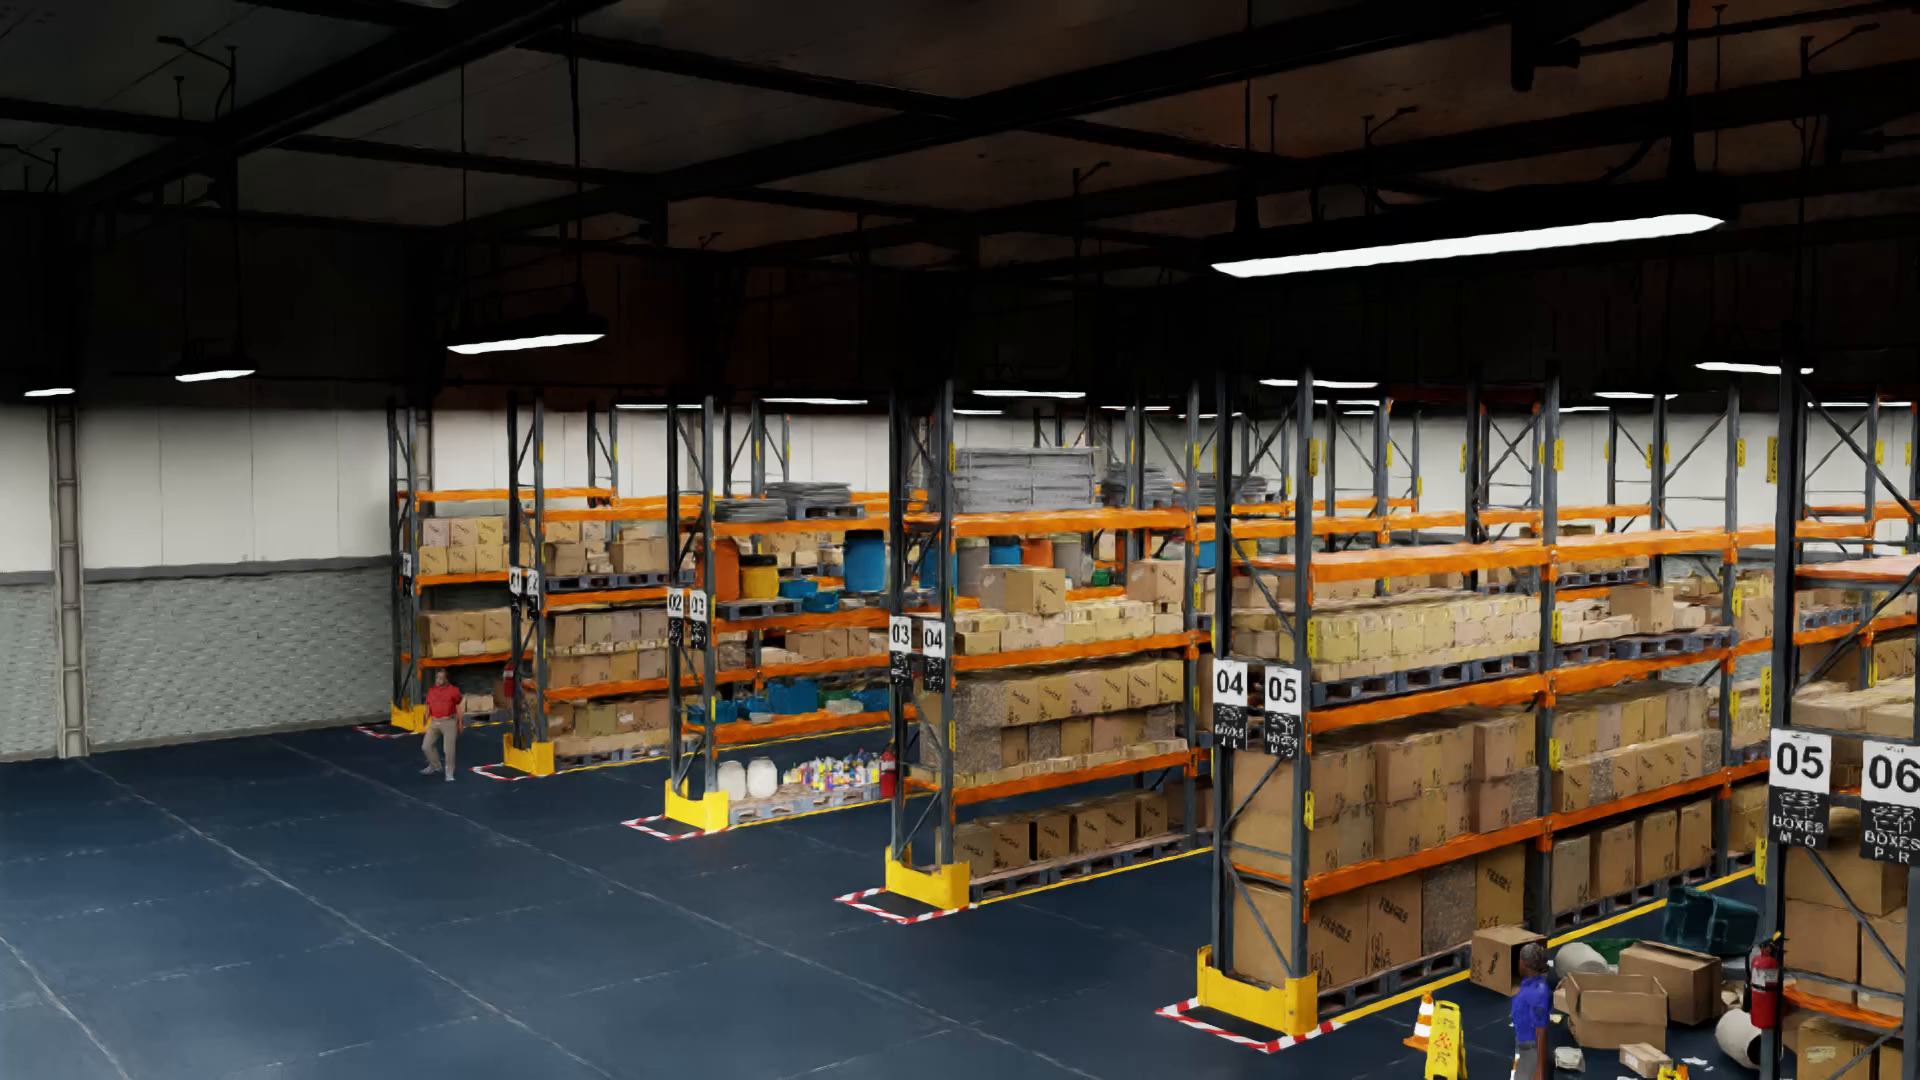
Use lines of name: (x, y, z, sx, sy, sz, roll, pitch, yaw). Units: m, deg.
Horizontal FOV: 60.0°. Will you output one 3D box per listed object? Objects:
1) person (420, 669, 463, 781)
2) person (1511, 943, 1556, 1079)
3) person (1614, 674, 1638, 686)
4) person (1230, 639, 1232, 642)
person: (-8.003, 2.818, 25.511, 0.730, 1.718, 0.518, 0, 3, 7)
person: (4.030, 3.703, 11.598, 0.373, 1.547, 0.574, 1, 4, 19)
person: (10.494, 2.798, 26.047, 0.538, 1.704, 0.682, -3, 5, -42)
person: (5.369, 2.289, 34.735, 0.577, 1.714, 0.719, -3, 4, -42)
